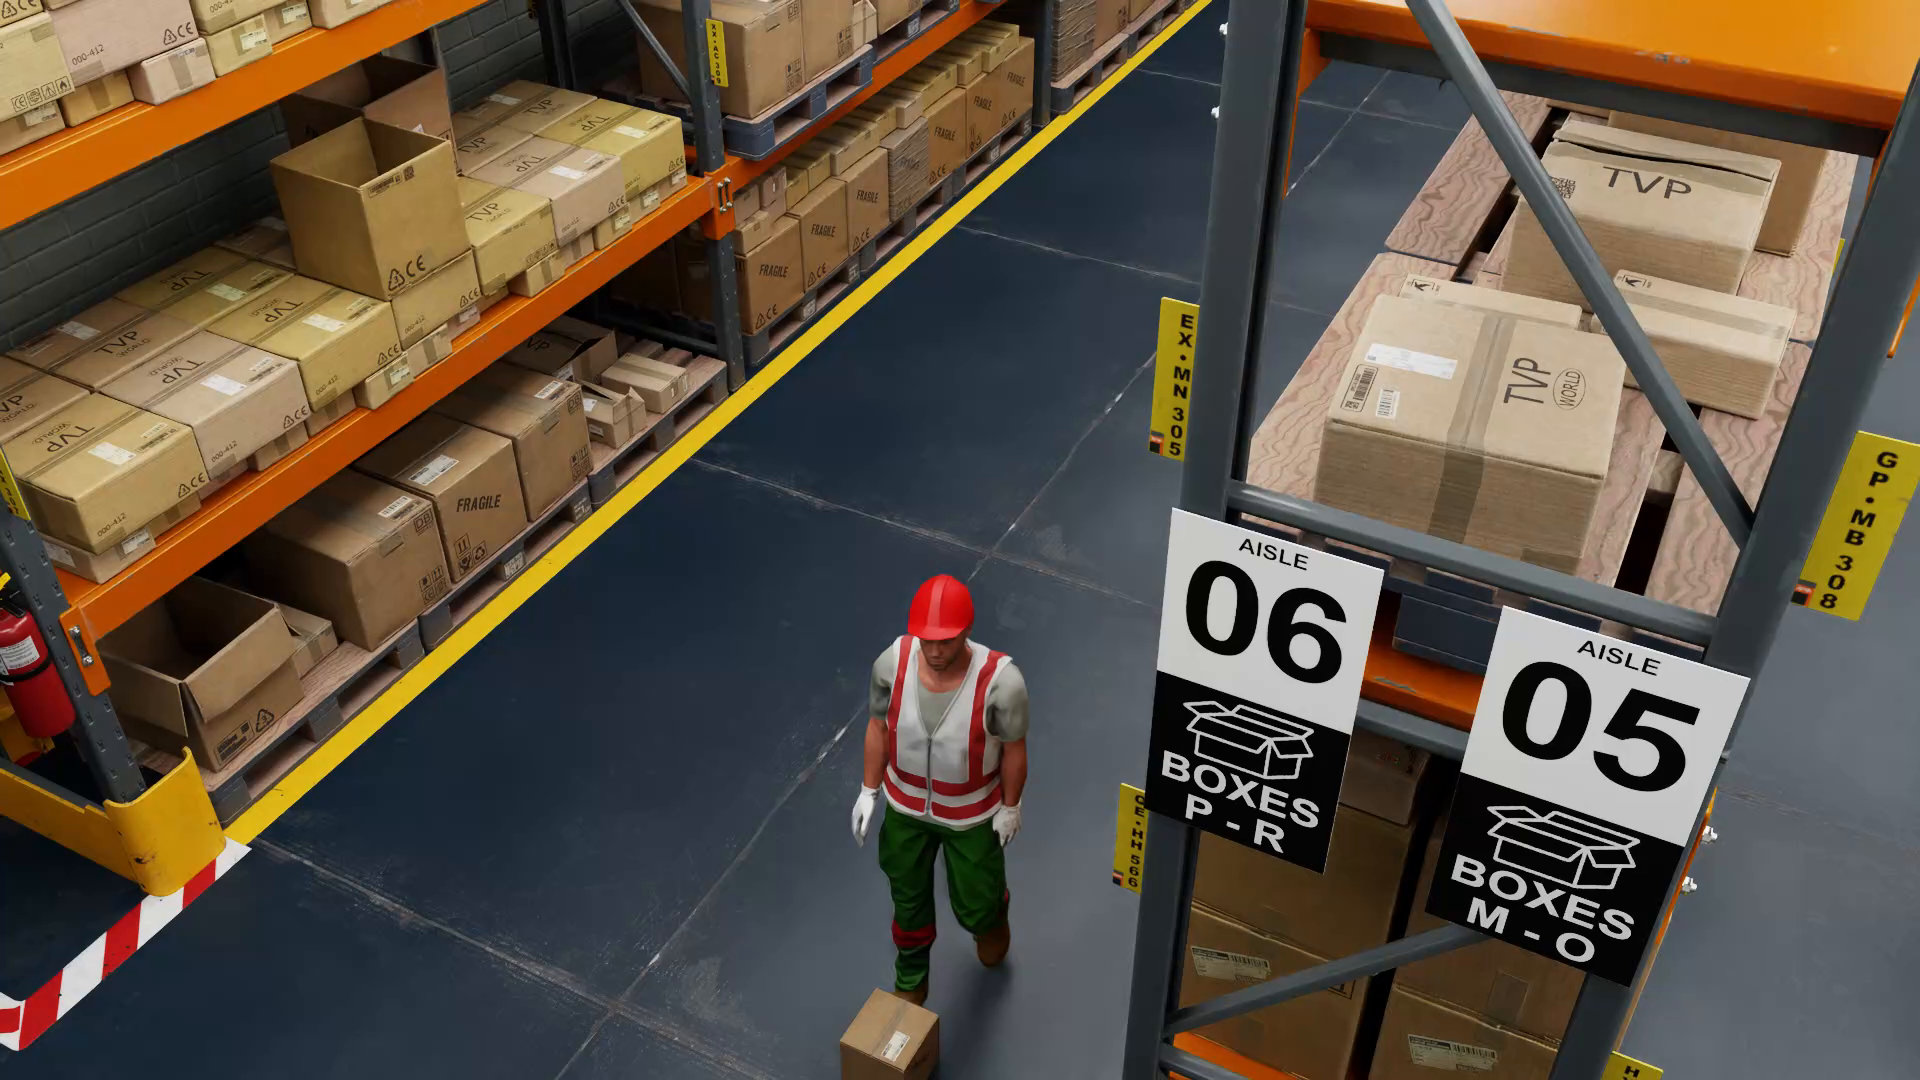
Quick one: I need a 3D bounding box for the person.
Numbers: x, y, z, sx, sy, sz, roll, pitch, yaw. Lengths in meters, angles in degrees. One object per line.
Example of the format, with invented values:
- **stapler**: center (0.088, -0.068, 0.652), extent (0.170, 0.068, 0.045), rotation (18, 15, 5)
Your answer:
- **person**: center (-0.077, 0.898, 5.537), extent (0.558, 1.783, 0.640), rotation (12, 39, 15)
